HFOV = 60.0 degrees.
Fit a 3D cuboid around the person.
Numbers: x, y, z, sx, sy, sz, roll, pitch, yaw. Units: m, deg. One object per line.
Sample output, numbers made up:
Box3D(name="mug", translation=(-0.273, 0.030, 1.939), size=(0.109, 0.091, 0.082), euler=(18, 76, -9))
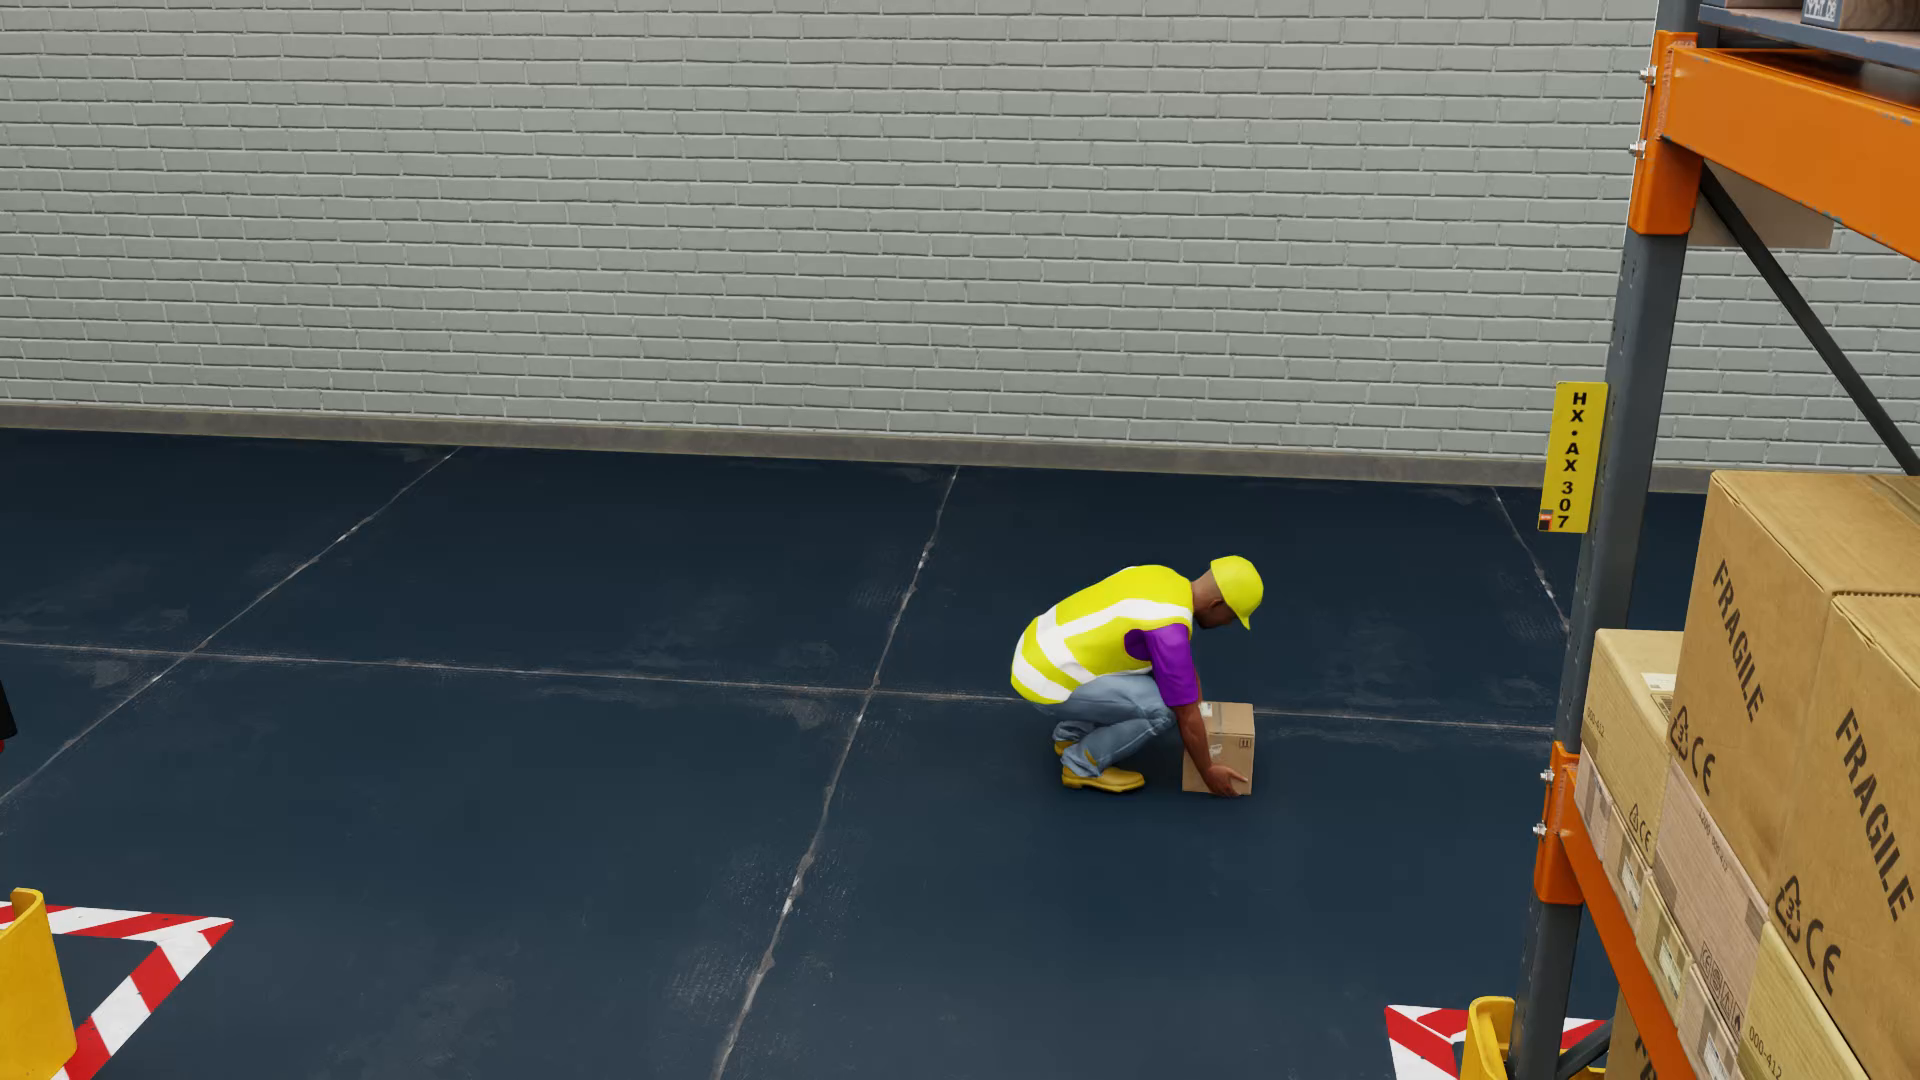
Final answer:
Box3D(name="person", translation=(0.643, 0.474, 6.133), size=(0.900, 0.895, 0.549), euler=(2, 21, 6))
